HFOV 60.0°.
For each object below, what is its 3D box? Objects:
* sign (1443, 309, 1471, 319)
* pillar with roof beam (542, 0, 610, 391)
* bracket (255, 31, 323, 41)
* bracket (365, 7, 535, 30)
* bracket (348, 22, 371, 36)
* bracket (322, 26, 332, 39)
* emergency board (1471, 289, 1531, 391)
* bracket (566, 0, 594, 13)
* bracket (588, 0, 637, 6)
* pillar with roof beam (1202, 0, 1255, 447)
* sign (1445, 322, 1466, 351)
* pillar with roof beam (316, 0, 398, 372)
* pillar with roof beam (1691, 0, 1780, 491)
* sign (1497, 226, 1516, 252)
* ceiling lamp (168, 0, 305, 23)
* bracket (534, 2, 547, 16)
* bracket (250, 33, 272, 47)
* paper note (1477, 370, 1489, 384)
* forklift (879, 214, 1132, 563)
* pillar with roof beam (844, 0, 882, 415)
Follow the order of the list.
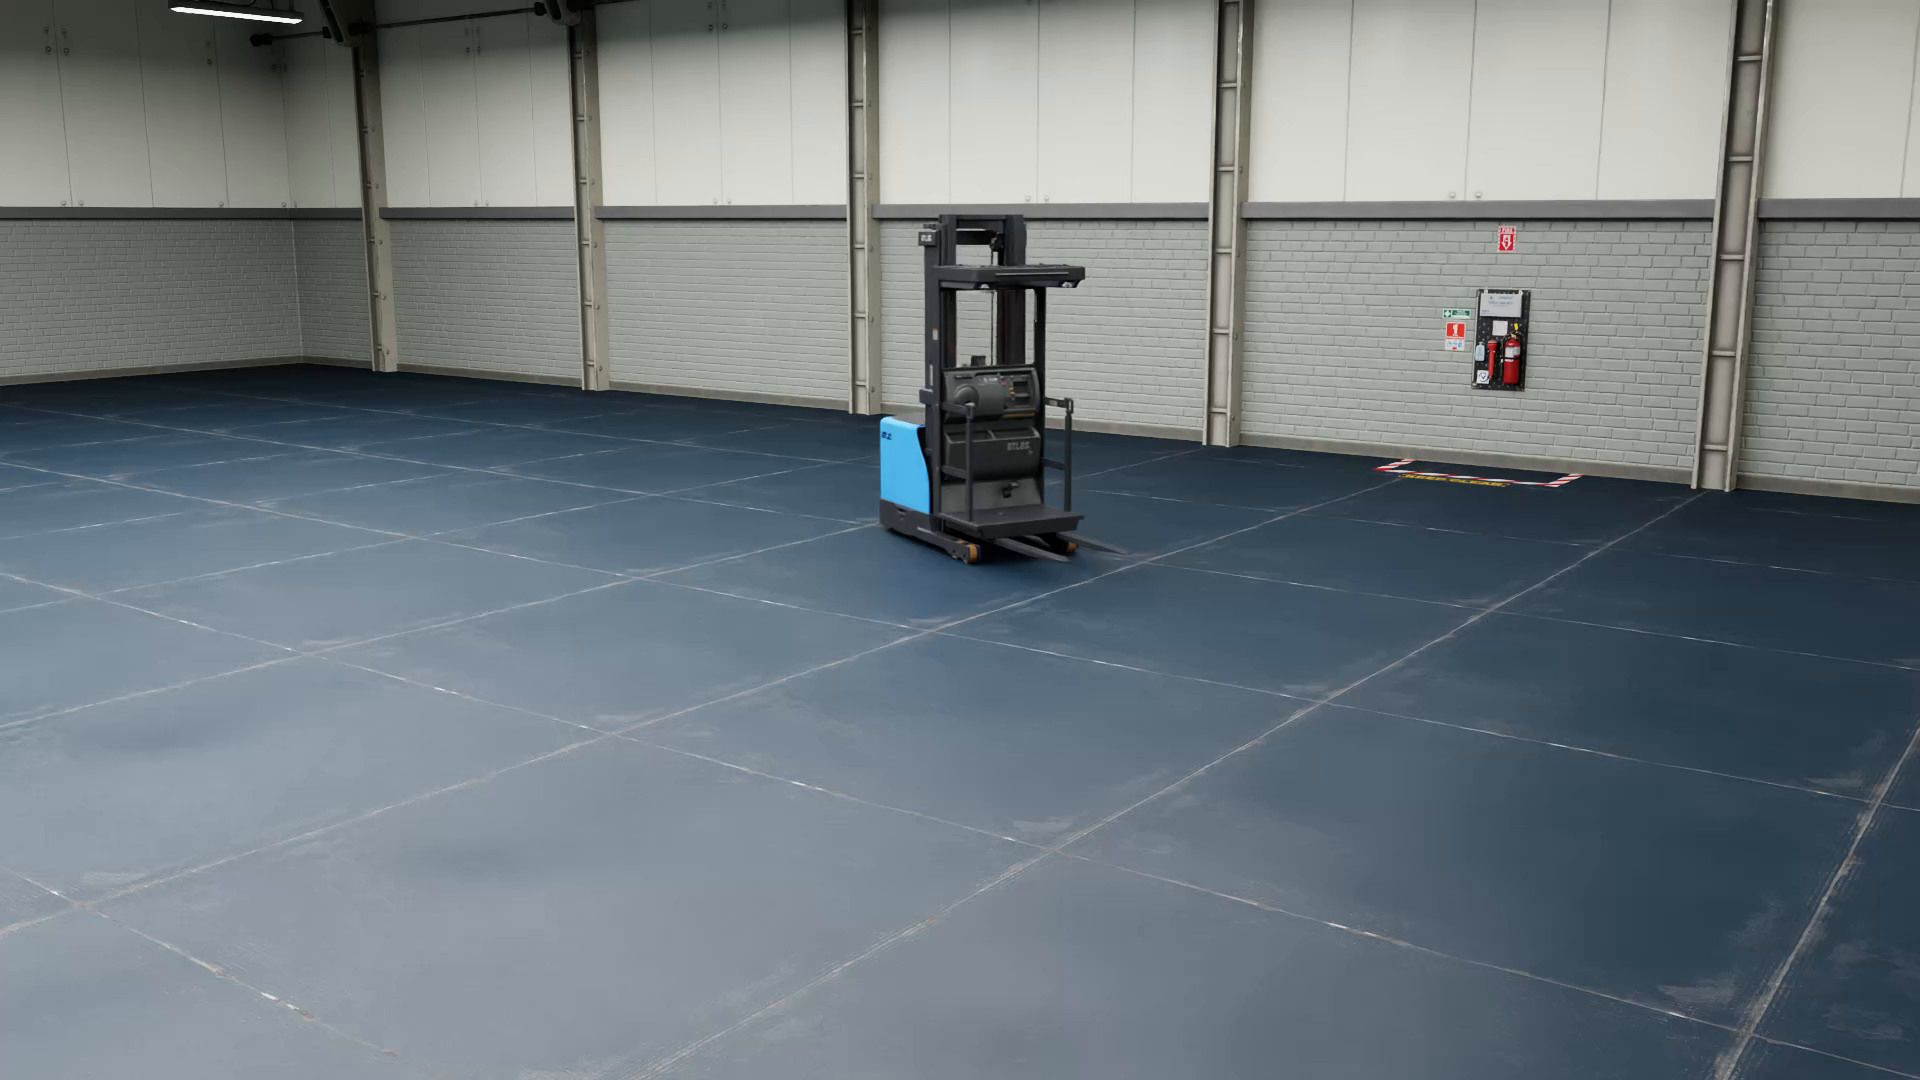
[{"bbox_3d":[5.887,-2.679,19.712,0.331,0.109,0.001,8,13,36],"label":"sign"},{"bbox_3d":[-8.814,-6.352,24.391,0.548,9.000,9.100,8,13,36],"label":"pillar with roof beam"},{"bbox_3d":[-13.080,-9.645,31.936,3.189,0.066,0.076,8,13,36],"label":"bracket"},{"bbox_3d":[-8.901,-9.062,28.923,4.783,0.066,0.076,8,13,36],"label":"bracket"},{"bbox_3d":[-10.977,-9.352,30.420,0.430,0.232,0.235,8,13,36],"label":"bracket"},{"bbox_3d":[-11.646,-9.445,30.902,0.430,0.232,0.235,8,13,36],"label":"bracket"},{"bbox_3d":[6.273,-2.325,19.373,0.643,1.169,0.194,8,13,36],"label":"emergency board"},{"bbox_3d":[-6.141,-8.677,26.933,0.430,0.232,0.235,8,13,36],"label":"bracket"},{"bbox_3d":[-4.065,-8.387,25.436,4.783,0.066,0.076,8,13,36],"label":"bracket"},{"bbox_3d":[0.858,-5.003,17.417,0.400,9.000,9.100,8,13,36],"label":"pillar with roof beam"},{"bbox_3d":[5.889,-2.421,19.772,0.234,0.329,0.001,8,13,36],"label":"sign"},{"bbox_3d":[-13.650,-7.026,27.877,0.548,9.000,9.100,8,13,36],"label":"pillar with roof beam"},{"bbox_3d":[5.694,-4.328,13.930,0.400,9.000,9.100,8,13,36],"label":"pillar with roof beam"},{"bbox_3d":[6.326,-3.480,19.236,0.199,0.298,0.001,8,13,36],"label":"sign"},{"bbox_3d":[-10.923,-9.357,24.559,0.800,3.185,2.000,8,13,36],"label":"ceiling lamp"},{"bbox_3d":[-6.810,-8.770,27.416,0.430,0.232,0.235,8,13,36],"label":"bracket"},{"bbox_3d":[-13.557,-9.711,32.280,0.430,0.232,0.235,8,13,36],"label":"bracket"},{"bbox_3d":[6.171,-1.923,19.614,0.142,0.148,0.016,8,13,36],"label":"paper note"},{"bbox_3d":[0.386,-1.336,14.437,1.130,2.935,3.031,-6,12,-28],"label":"forklift"},{"bbox_3d":[-3.978,-5.677,20.904,0.400,9.000,9.100,8,13,36],"label":"pillar with roof beam"}]
